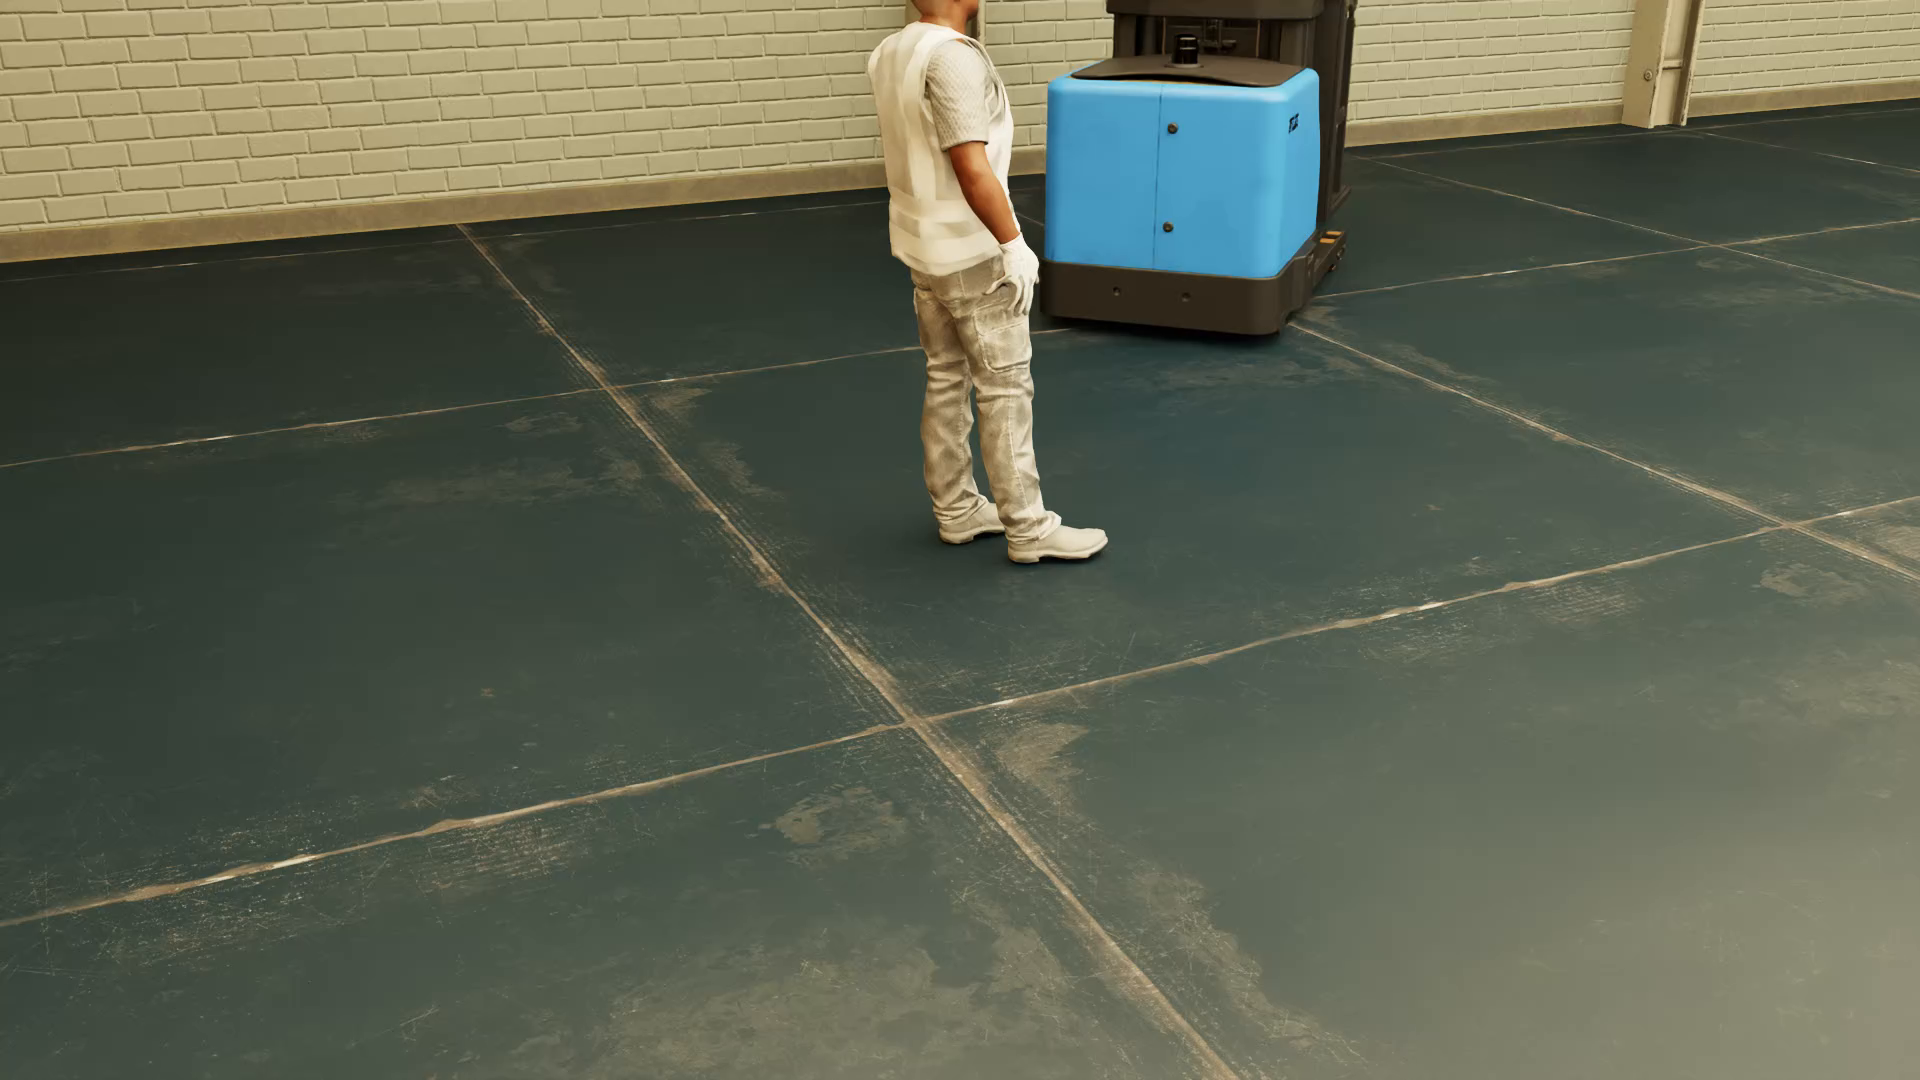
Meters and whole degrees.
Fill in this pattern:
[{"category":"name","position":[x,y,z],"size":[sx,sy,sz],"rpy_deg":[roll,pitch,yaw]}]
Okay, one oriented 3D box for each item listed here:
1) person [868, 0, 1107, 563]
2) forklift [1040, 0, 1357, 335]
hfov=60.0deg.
[{"category":"person","position":[0.069,-0.839,4.784],"size":[0.575,1.784,0.656],"rpy_deg":[-10,25,-23]},{"category":"forklift","position":[1.346,-2.751,7.909],"size":[1.130,2.935,3.031],"rpy_deg":[8,24,19]}]
